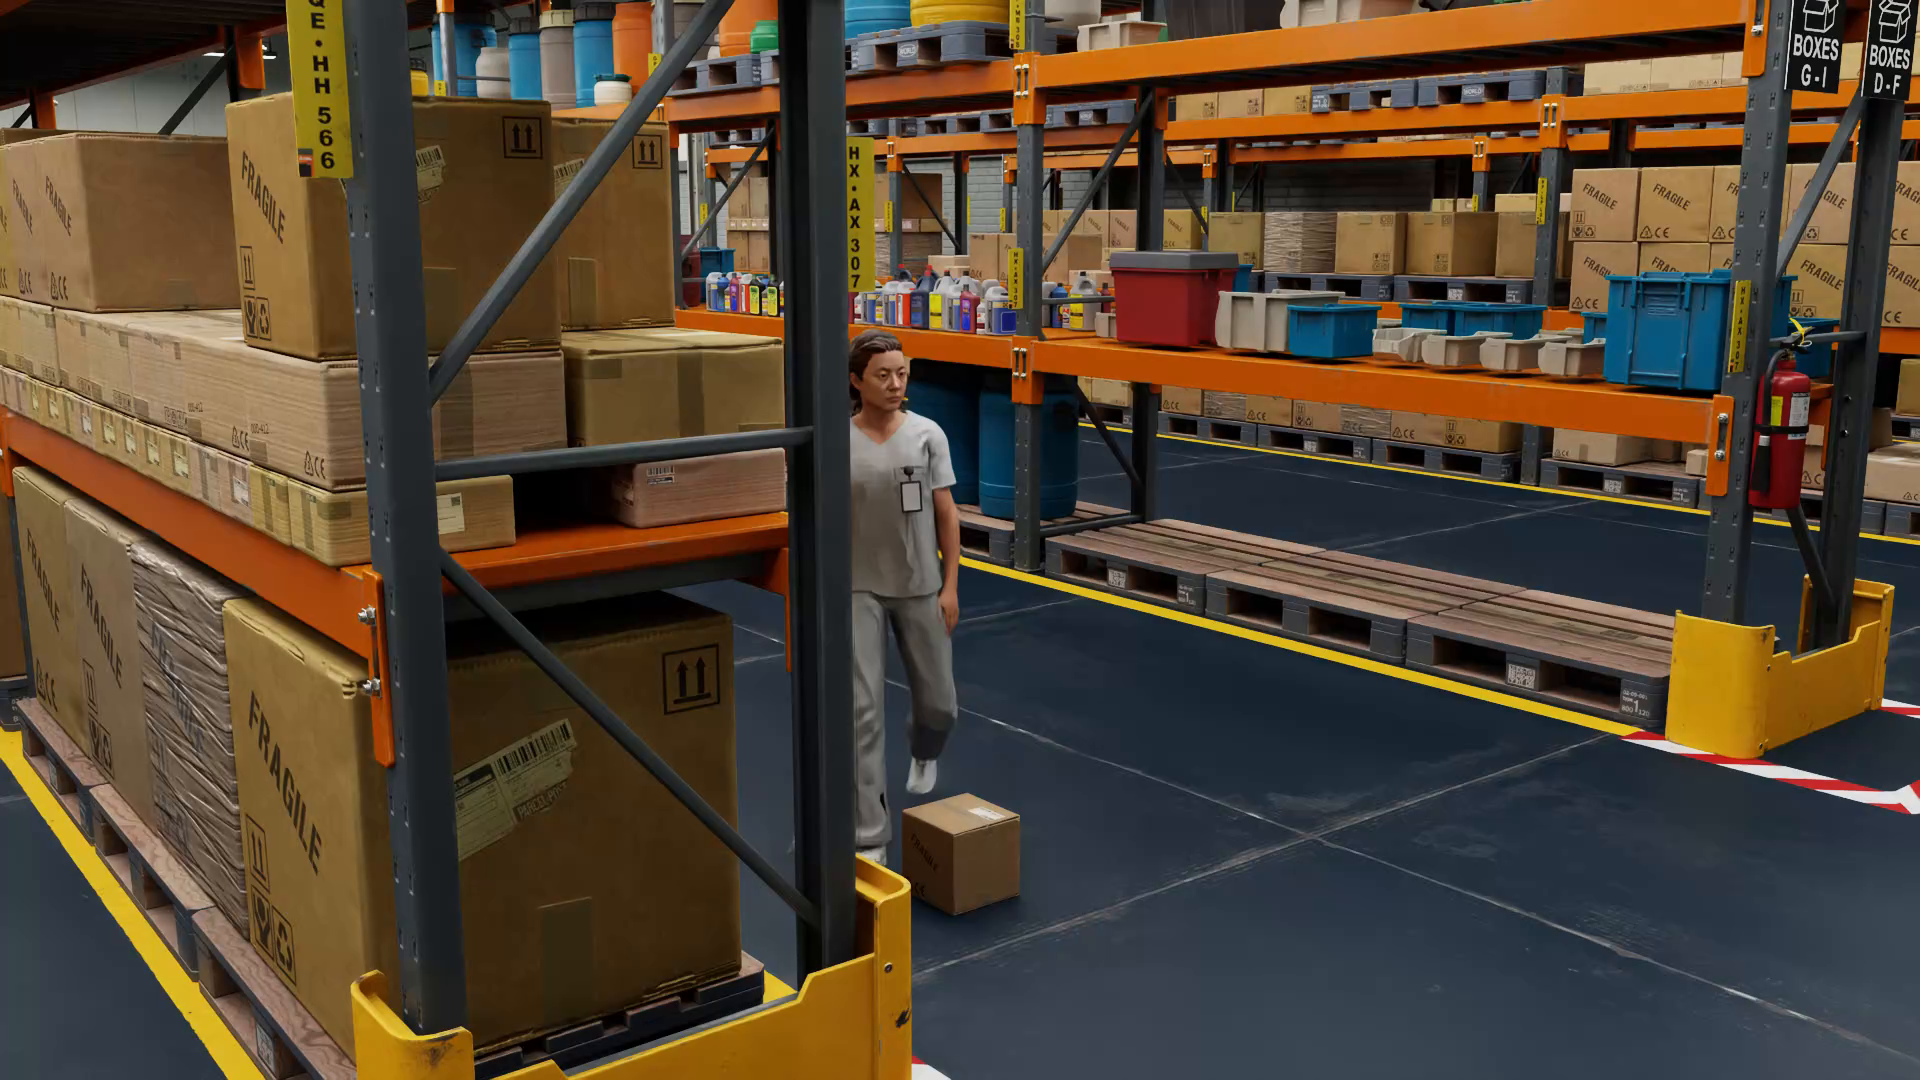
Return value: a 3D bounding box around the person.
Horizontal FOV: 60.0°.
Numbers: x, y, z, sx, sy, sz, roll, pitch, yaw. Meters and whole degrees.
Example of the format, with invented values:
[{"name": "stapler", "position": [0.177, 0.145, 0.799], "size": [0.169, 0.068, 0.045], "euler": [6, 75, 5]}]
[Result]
[{"name": "person", "position": [-0.225, 0.165, 5.177], "size": [0.458, 1.629, 0.918], "euler": [-1, 11, -5]}]
